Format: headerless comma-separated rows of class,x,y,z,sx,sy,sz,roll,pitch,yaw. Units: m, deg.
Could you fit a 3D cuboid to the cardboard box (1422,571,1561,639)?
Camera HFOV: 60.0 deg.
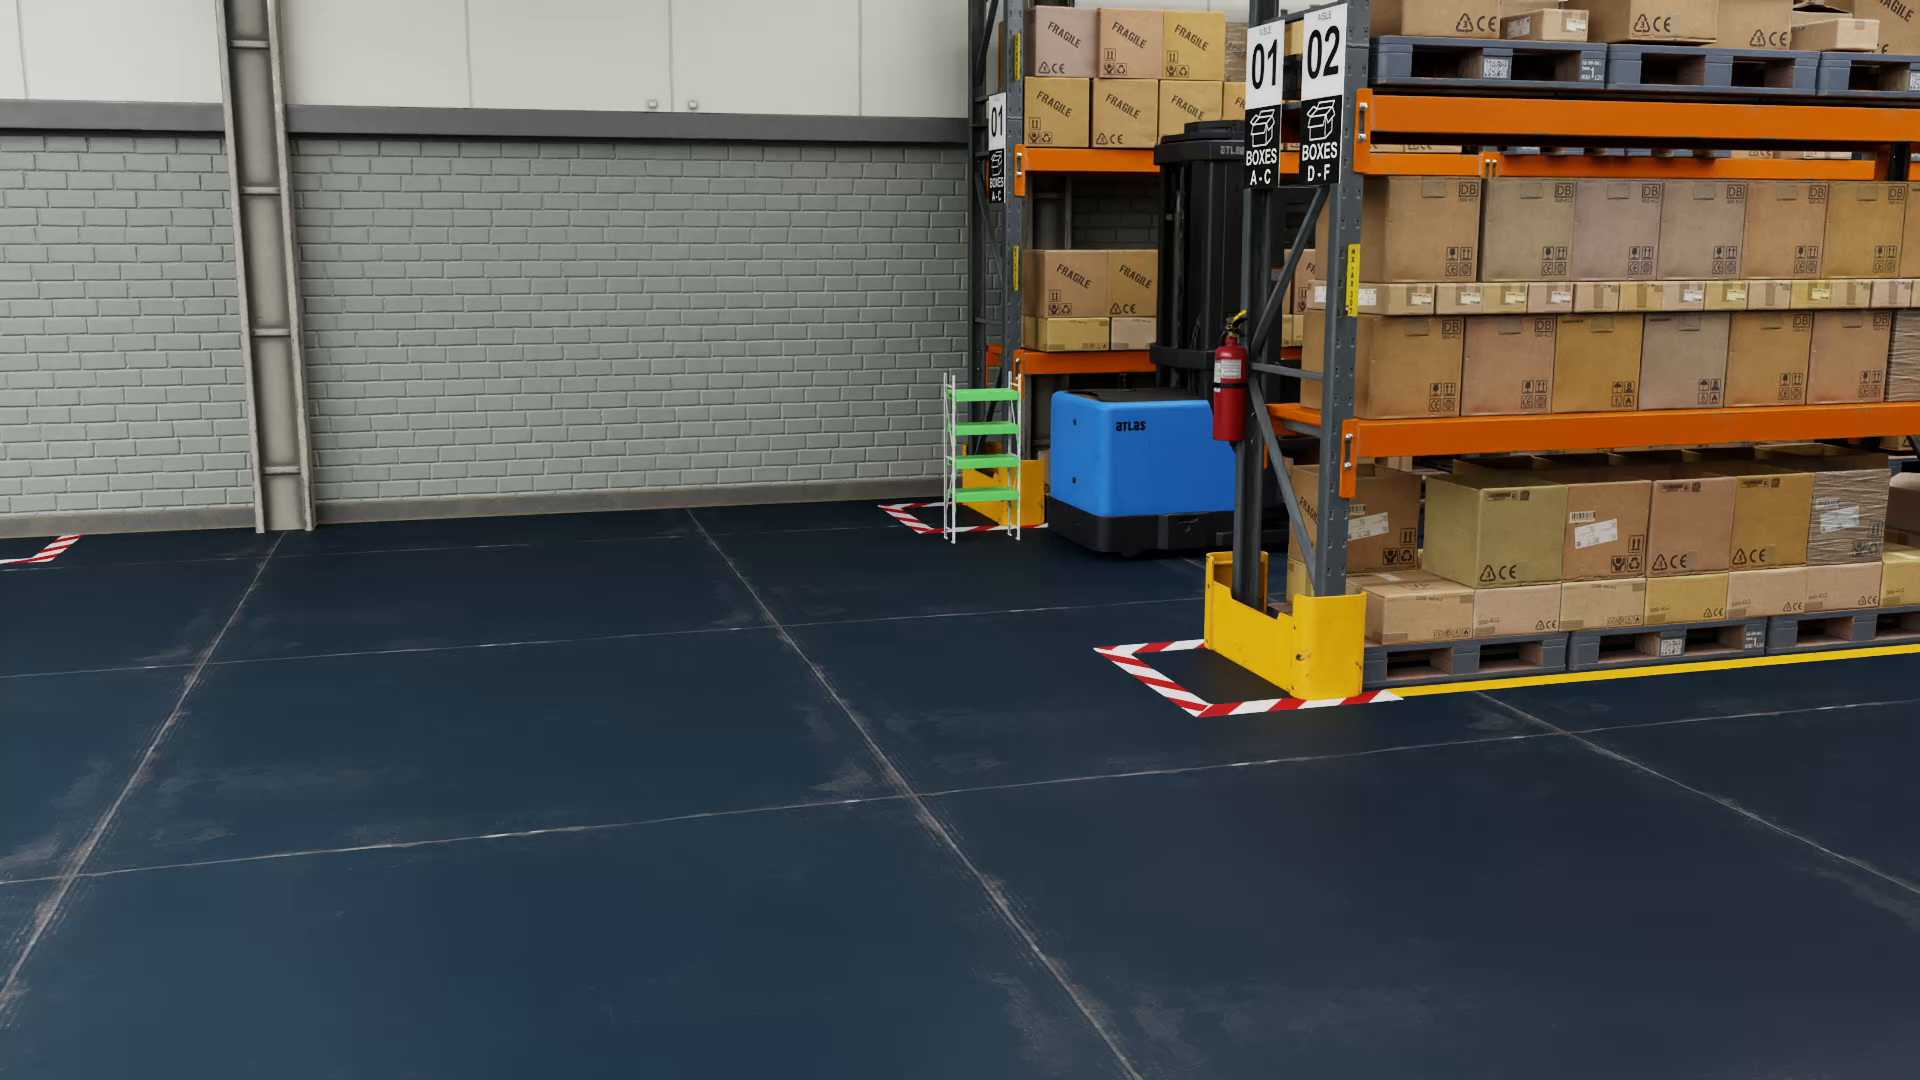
cardboard box,2.704,0.311,8.509,0.500,0.250,0.500,-3,11,-16

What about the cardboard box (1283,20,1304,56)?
cardboard box,2.673,-3.780,12.915,0.500,0.500,0.500,-3,11,-18

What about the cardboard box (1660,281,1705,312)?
cardboard box,3.561,-1.249,8.478,0.250,0.149,0.380,-3,11,-15

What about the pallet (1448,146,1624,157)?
pallet,4.723,-3.280,13.810,1.003,0.211,1.213,-3,11,-16

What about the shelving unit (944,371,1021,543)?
shelving unit,0.159,-0.598,11.983,0.503,1.200,0.258,-3,11,-16

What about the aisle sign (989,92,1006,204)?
aisle sign,0.275,-2.904,12.358,0.004,0.787,0.394,-3,11,-16

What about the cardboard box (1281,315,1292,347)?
cardboard box,2.288,-1.666,13.170,0.500,0.250,0.500,-3,11,-15

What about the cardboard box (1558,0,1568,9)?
cardboard box,3.214,-2.660,8.624,0.500,0.311,0.500,-2,11,-9

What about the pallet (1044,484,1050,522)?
pallet,1.123,-0.349,13.360,1.213,0.211,1.003,-3,11,-16

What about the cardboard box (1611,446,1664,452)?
cardboard box,5.786,-0.965,14.692,0.500,0.500,0.700,-3,11,-15

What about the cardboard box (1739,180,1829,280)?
cardboard box,4.098,-1.636,8.788,0.500,0.500,0.700,-3,11,-16

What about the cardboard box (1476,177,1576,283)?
cardboard box,2.654,-1.560,8.374,0.500,0.500,0.700,-3,11,-17

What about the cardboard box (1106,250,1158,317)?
cardboard box,1.280,-1.982,12.814,0.500,0.500,0.500,-3,11,-16

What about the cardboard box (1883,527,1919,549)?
cardboard box,5.806,0.051,9.918,0.500,0.250,0.500,-3,11,-16

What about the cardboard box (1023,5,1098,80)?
cardboard box,0.698,-3.685,12.400,0.500,0.500,0.500,-4,11,-20

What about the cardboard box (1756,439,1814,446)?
cardboard box,7.264,-1.028,15.035,0.500,0.500,0.700,-3,11,-15

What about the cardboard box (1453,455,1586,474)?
cardboard box,3.036,-0.176,9.080,0.500,0.500,0.500,-3,11,-16

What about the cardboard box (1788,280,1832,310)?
cardboard box,4.310,-1.289,8.696,0.250,0.149,0.380,-3,11,-16

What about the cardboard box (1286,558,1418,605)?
cardboard box,2.080,0.247,8.857,0.500,0.250,0.500,-3,11,-16

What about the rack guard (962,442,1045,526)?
rack guard,0.333,-0.456,13.144,0.348,0.500,1.175,-3,11,-16

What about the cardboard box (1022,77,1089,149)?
cardboard box,0.651,-3.189,12.470,0.500,0.500,0.500,-3,11,-14

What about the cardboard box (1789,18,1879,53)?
cardboard box,4.407,-2.542,8.430,0.250,0.149,0.380,-3,11,-16

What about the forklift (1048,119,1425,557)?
forklift,2.214,-1.456,11.858,3.031,2.935,1.130,-3,11,-17

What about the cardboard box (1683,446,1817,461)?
cardboard box,4.478,-0.250,9.486,0.500,0.500,0.500,-3,11,-16

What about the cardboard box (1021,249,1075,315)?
cardboard box,0.653,-2.047,13.171,0.500,0.500,0.500,-3,11,-17

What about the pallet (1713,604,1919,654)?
pallet,4.713,0.381,9.393,1.213,0.211,1.003,-3,11,-16

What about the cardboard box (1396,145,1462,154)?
cardboard box,3.682,-3.350,13.341,0.500,0.500,0.500,-3,11,-14

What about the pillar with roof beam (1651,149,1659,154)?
pillar with roof beam,7.654,-4.373,10.947,0.400,9.000,9.100,-3,11,-16

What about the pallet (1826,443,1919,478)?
pallet,8.719,-0.742,15.493,1.213,0.211,1.003,-3,11,-16

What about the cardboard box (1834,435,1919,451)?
cardboard box,8.684,-1.250,15.330,0.750,0.750,0.750,-3,11,-17

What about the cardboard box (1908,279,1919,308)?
cardboard box,5.049,-1.328,8.908,0.250,0.149,0.380,-3,11,-17

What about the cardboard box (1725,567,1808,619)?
cardboard box,4.146,0.236,8.917,0.500,0.250,0.500,-3,11,-16

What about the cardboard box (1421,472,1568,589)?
cardboard box,2.705,-0.058,8.439,0.500,0.500,0.500,-3,11,-16

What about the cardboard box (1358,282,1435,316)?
cardboard box,2.085,-1.171,8.056,0.250,0.149,0.380,-3,11,-16

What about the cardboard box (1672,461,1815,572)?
cardboard box,4.142,-0.135,8.861,0.500,0.500,0.500,-3,11,-16

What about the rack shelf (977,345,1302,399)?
rack shelf,2.180,-1.429,13.511,4.000,0.370,1.077,-3,11,-16

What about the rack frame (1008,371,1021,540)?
rack frame,0.393,-0.611,12.050,0.015,1.200,0.240,-3,11,-16

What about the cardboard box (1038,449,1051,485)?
cardboard box,0.949,-0.595,13.205,0.500,0.311,0.500,-4,11,-22

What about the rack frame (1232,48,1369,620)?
rack frame,1.648,-0.821,8.220,0.127,3.000,1.000,-3,11,-16

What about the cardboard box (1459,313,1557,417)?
cardboard box,2.603,-0.919,8.476,0.500,0.500,0.700,-3,11,-14

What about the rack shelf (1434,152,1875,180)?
rack shelf,6.021,-3.107,14.339,4.000,0.370,1.077,-3,11,-16

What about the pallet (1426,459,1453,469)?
pallet,4.847,-0.552,14.464,1.213,0.211,1.003,-3,11,-16

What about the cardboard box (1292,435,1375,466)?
cardboard box,3.115,-0.812,13.859,0.500,0.500,0.500,-4,11,-20

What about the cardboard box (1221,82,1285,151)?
cardboard box,2.182,-3.268,12.898,0.500,0.500,0.500,-2,11,-12

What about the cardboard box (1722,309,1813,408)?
cardboard box,4.077,-0.996,8.897,0.500,0.500,0.700,-3,11,-15

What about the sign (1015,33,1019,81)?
sign,0.412,-3.492,12.033,0.005,0.325,0.100,-3,11,-16

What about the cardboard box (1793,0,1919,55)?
cardboard box,4.931,-2.843,9.098,0.500,0.500,0.500,-2,11,-11

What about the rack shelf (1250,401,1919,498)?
rack shelf,3.568,-0.568,8.835,4.000,0.370,1.077,-3,11,-16

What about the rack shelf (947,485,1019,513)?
rack shelf,0.159,-0.300,12.038,0.480,0.148,0.258,-3,11,-16

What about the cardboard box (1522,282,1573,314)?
cardboard box,2.820,-1.210,8.266,0.250,0.149,0.380,-3,11,-17
